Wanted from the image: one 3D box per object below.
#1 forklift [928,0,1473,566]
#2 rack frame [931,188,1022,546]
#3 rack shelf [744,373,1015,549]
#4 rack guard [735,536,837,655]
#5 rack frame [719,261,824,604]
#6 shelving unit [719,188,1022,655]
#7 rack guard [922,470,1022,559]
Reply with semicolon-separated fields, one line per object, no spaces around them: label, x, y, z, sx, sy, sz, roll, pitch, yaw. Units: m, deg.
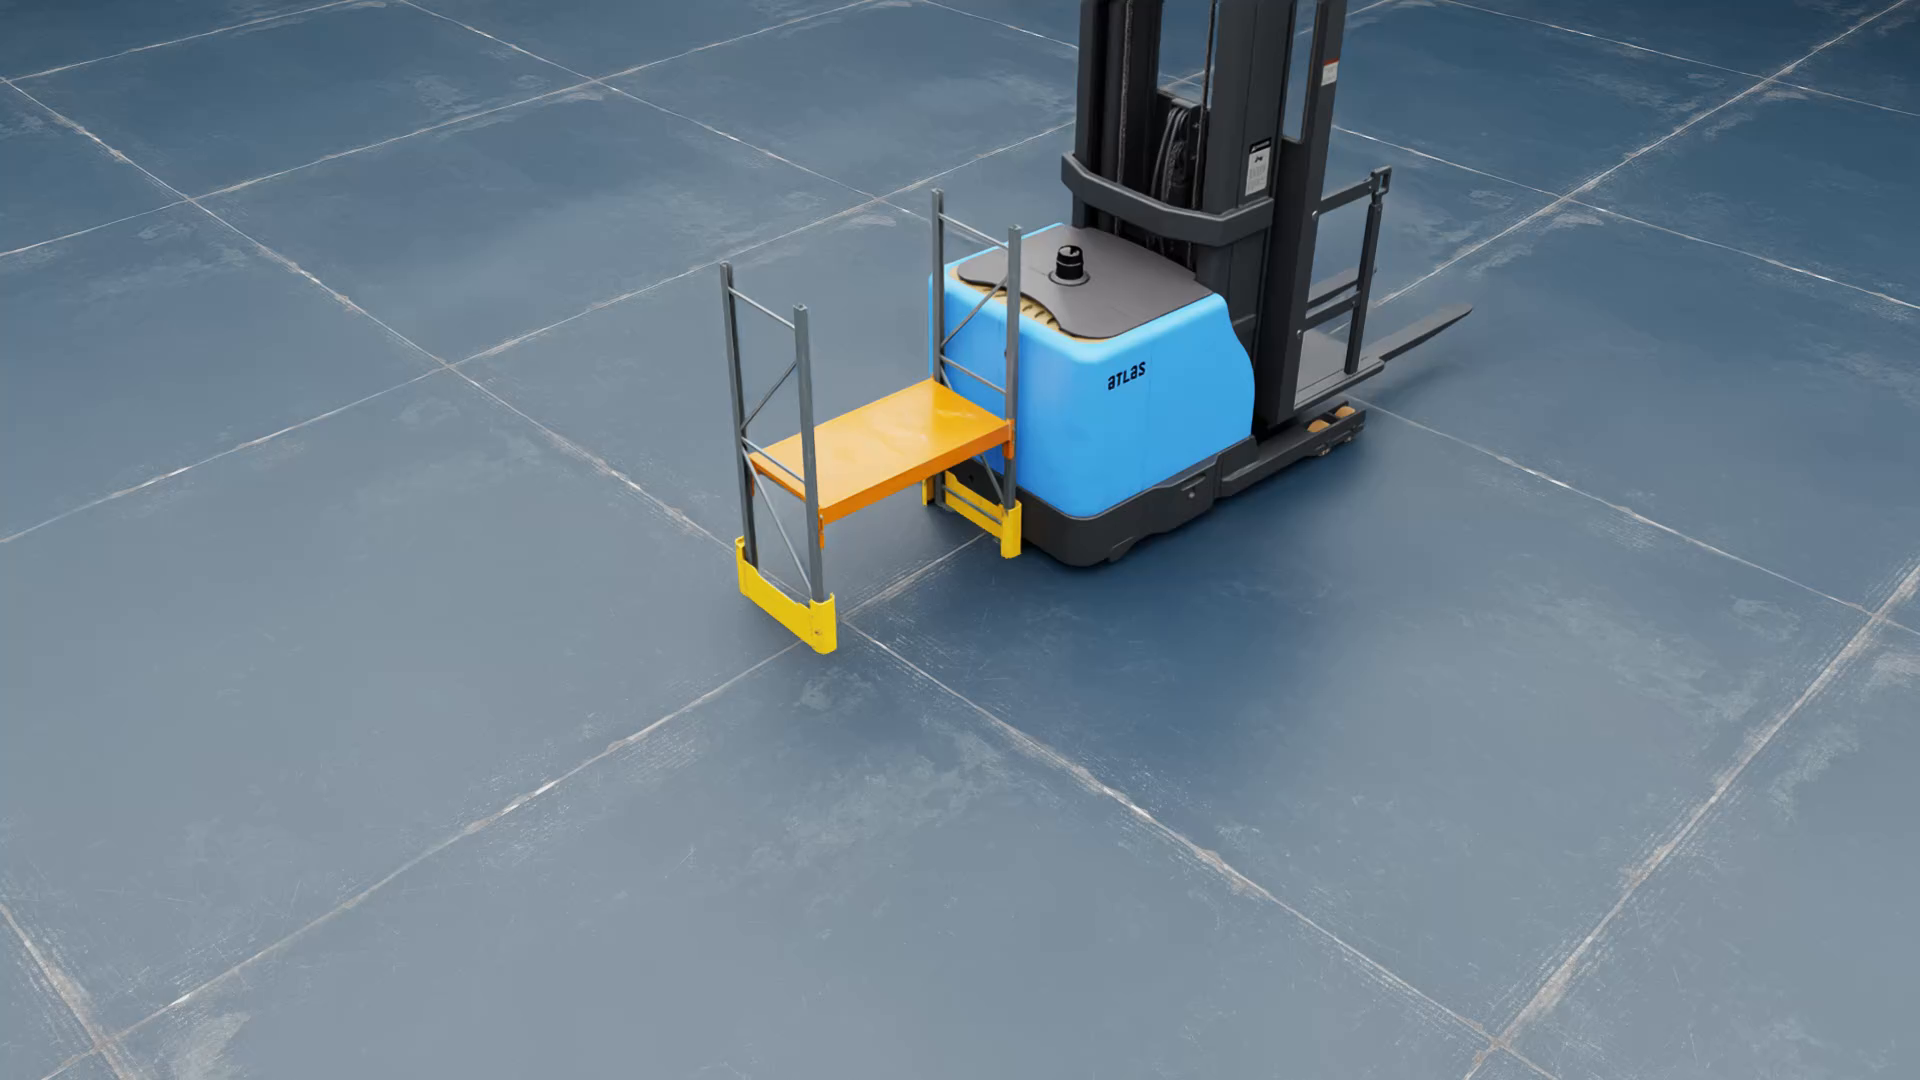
forklift;1.294;-1.801;7.270;3.031;2.935;1.130;-26;43;-33
rack frame;0.060;-0.678;6.911;0.032;1.500;0.500;-26;43;-33
rack shelf;-0.323;-0.340;6.741;1.000;0.185;0.538;-26;43;-33
rack guard;-0.706;0.216;6.722;0.087;0.250;0.587;-26;43;-33
rack frame;-0.706;-0.297;6.364;0.032;1.500;0.500;-26;43;-33
shelving unit;-0.330;-0.484;6.633;1.083;1.500;0.587;-26;43;-33
rack guard;0.046;-0.158;7.259;0.087;0.250;0.587;-26;43;-33
